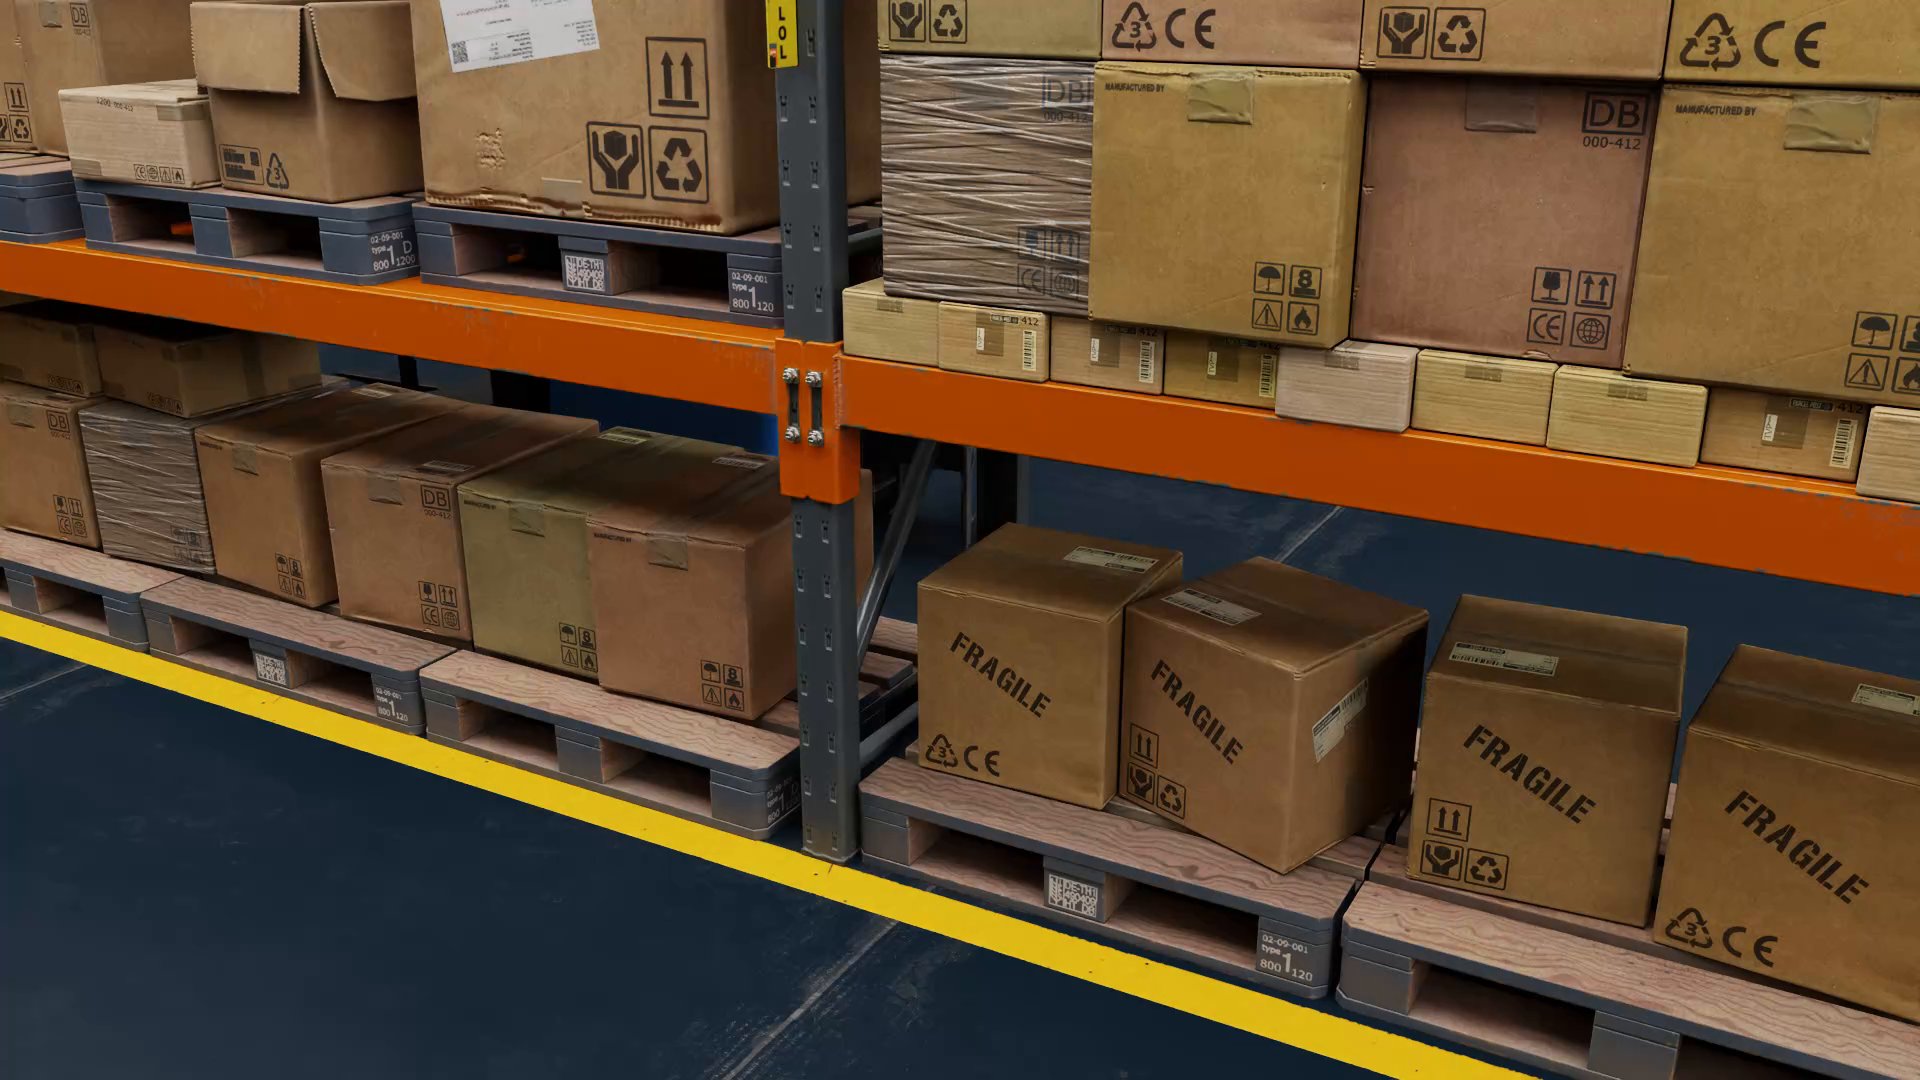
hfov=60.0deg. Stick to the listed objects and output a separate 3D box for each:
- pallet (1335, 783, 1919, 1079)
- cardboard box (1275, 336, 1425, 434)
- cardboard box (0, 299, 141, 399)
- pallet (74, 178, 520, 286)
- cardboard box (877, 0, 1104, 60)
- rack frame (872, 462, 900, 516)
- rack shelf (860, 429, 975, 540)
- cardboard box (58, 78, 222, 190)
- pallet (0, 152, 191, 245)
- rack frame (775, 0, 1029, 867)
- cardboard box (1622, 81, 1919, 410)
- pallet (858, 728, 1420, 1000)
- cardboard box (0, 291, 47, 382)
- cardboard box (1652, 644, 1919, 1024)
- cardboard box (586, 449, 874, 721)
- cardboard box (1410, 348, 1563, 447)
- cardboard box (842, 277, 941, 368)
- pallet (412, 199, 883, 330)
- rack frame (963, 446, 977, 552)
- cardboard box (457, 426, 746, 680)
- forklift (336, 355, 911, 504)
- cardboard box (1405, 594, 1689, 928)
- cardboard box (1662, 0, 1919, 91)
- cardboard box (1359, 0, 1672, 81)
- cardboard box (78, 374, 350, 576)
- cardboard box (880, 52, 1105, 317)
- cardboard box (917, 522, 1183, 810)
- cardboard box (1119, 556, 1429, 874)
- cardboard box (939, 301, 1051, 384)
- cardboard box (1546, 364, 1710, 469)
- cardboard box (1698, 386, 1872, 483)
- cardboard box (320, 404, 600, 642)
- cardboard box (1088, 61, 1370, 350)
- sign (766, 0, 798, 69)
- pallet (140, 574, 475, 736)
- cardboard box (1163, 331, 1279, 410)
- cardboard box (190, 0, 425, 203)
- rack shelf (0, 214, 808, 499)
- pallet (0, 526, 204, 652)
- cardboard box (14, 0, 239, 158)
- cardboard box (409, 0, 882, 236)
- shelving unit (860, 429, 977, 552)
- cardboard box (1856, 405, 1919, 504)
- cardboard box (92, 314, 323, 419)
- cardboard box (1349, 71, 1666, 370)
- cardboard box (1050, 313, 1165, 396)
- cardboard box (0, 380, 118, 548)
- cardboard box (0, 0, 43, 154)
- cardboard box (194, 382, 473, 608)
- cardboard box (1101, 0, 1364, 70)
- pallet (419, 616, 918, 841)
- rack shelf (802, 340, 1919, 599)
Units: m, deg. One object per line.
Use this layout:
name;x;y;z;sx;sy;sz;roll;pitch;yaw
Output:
pallet;1.573;0.858;3.691;1.213;0.211;1.003;11;23;27
cardboard box;0.806;-0.342;3.278;0.250;0.149;0.380;11;23;27
cardboard box;-2.992;-0.704;5.828;0.500;0.250;0.500;12;23;29
pallet;-1.844;-1.015;5.046;1.213;0.211;1.003;11;23;27
cardboard box;0.169;-1.263;3.400;0.500;0.500;0.500;11;23;27
rack frame;-0.328;-1.051;6.183;0.015;2.100;0.400;10;22;25
rack shelf;-0.110;-0.343;6.324;0.480;0.518;0.431;10;22;25
cardboard box;-2.241;-1.202;4.884;0.500;0.250;0.500;10;22;26
pallet;-2.918;-1.245;5.680;1.003;0.211;1.213;11;23;27
rack frame;-0.100;-0.757;4.053;0.127;3.000;1.000;11;23;27
cardboard box;1.584;-0.608;3.061;0.500;0.500;0.875;11;23;27
pallet;0.504;0.655;4.250;1.213;0.211;1.003;11;23;27
cardboard box;-4.184;-0.742;6.511;0.875;0.875;1.225;10;22;25
cardboard box;1.779;0.578;3.423;0.500;0.500;0.500;13;24;32
cardboard box;-0.625;0.103;4.704;0.500;0.500;0.700;9;22;23
cardboard box;1.044;-0.313;3.198;0.250;0.149;0.380;11;23;27
cardboard box;-0.059;-0.514;3.751;0.250;0.149;0.380;11;23;27
pallet;-0.696;-0.837;4.556;1.213;0.211;1.003;11;23;27
rack frame;0.108;-0.976;5.978;0.015;2.100;0.400;10;22;25
cardboard box;-1.033;0.018;4.938;0.500;0.500;0.700;11;22;27
forklift;-1.740;-1.650;6.615;3.031;2.935;1.130;10;22;25
cardboard box;1.314;0.472;3.715;0.500;0.500;0.500;9;22;23
cardboard box;1.484;-1.018;2.722;0.500;0.500;0.500;11;23;27
cardboard box;1.043;-1.097;2.942;0.500;0.500;0.500;11;23;27
cardboard box;-2.507;-0.260;5.704;0.500;0.500;0.700;9;22;23
cardboard box;0.263;-0.851;3.728;0.500;0.500;0.875;11;23;27
cardboard box;0.230;0.299;4.192;0.500;0.500;0.500;10;22;26
cardboard box;0.734;0.392;3.935;0.500;0.500;0.500;-17;26;-39
cardboard box;0.153;-0.468;3.625;0.250;0.149;0.380;11;23;27
cardboard box;1.257;-0.268;3.074;0.250;0.149;0.380;11;23;27
cardboard box;1.498;-0.240;2.997;0.250;0.149;0.380;11;23;27
cardboard box;-1.521;-0.075;5.194;0.500;0.500;0.700;9;22;23
cardboard box;0.682;-0.757;3.470;0.500;0.500;0.875;11;23;27
sign;-0.367;-1.135;3.399;0.005;0.325;0.100;11;23;27
pallet;-1.849;0.222;5.443;1.213;0.211;1.003;11;23;27
cardboard box;0.608;-0.396;3.427;0.250;0.149;0.380;11;23;27
cardboard box;-1.658;-1.264;4.683;0.637;0.503;0.797;13;24;33
rack shelf;-1.846;-0.751;5.093;4.000;0.370;1.077;11;23;27
pallet;-2.910;0.019;6.003;1.213;0.211;1.003;11;23;27
cardboard box;-2.565;-1.526;5.410;0.500;0.500;0.700;15;25;35
cardboard box;-0.725;-1.410;4.358;1.000;1.000;1.000;11;23;28
shelving unit;-0.110;-1.014;6.080;0.503;2.100;0.431;10;22;25
cardboard box;1.682;-0.178;2.825;0.250;0.149;0.380;11;23;27
cardboard box;-2.524;-0.619;5.593;0.500;0.250;0.500;14;24;33
cardboard box;1.168;-0.704;3.324;0.500;0.500;0.875;11;23;27
cardboard box;0.385;-0.435;3.533;0.250;0.149;0.380;11;23;27
cardboard box;-2.997;-0.348;5.947;0.500;0.500;0.700;10;22;24
cardboard box;-3.101;-1.589;5.584;0.500;0.500;0.500;8;21;21
cardboard box;-2.008;-0.168;5.449;0.500;0.500;0.700;13;24;32
cardboard box;0.606;-1.181;3.172;0.500;0.500;0.500;11;23;27
pallet;-0.780;0.425;4.884;1.213;0.211;1.003;11;23;27
rack shelf;1.646;-0.086;3.259;4.000;0.370;1.077;11;23;27
